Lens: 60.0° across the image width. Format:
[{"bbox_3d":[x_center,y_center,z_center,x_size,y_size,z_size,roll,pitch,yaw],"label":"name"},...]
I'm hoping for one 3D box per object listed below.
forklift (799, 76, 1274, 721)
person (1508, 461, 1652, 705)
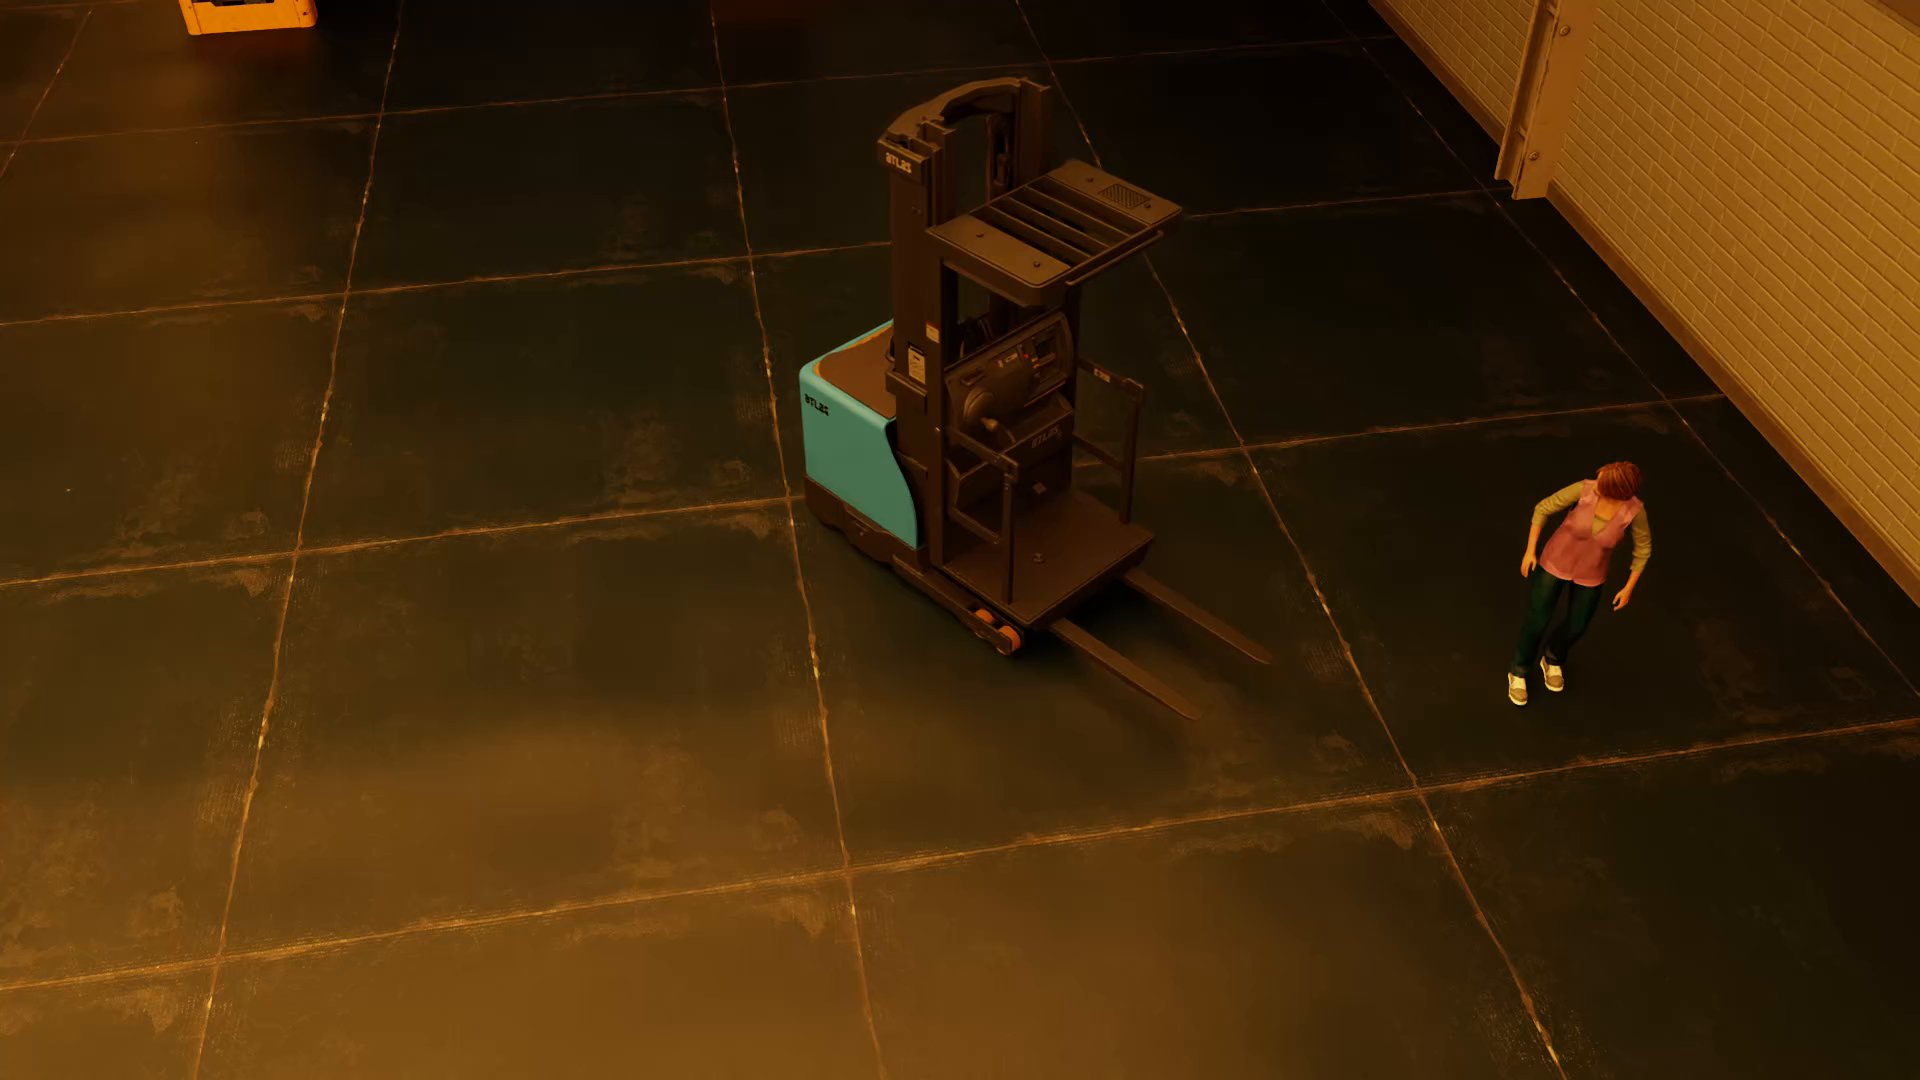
[{"bbox_3d":[0.426,-0.845,8.952,1.130,2.935,3.031,-32,50,-32],"label":"forklift"},{"bbox_3d":[3.263,0.213,8.761,0.613,1.574,0.448,10,41,12],"label":"person"}]
